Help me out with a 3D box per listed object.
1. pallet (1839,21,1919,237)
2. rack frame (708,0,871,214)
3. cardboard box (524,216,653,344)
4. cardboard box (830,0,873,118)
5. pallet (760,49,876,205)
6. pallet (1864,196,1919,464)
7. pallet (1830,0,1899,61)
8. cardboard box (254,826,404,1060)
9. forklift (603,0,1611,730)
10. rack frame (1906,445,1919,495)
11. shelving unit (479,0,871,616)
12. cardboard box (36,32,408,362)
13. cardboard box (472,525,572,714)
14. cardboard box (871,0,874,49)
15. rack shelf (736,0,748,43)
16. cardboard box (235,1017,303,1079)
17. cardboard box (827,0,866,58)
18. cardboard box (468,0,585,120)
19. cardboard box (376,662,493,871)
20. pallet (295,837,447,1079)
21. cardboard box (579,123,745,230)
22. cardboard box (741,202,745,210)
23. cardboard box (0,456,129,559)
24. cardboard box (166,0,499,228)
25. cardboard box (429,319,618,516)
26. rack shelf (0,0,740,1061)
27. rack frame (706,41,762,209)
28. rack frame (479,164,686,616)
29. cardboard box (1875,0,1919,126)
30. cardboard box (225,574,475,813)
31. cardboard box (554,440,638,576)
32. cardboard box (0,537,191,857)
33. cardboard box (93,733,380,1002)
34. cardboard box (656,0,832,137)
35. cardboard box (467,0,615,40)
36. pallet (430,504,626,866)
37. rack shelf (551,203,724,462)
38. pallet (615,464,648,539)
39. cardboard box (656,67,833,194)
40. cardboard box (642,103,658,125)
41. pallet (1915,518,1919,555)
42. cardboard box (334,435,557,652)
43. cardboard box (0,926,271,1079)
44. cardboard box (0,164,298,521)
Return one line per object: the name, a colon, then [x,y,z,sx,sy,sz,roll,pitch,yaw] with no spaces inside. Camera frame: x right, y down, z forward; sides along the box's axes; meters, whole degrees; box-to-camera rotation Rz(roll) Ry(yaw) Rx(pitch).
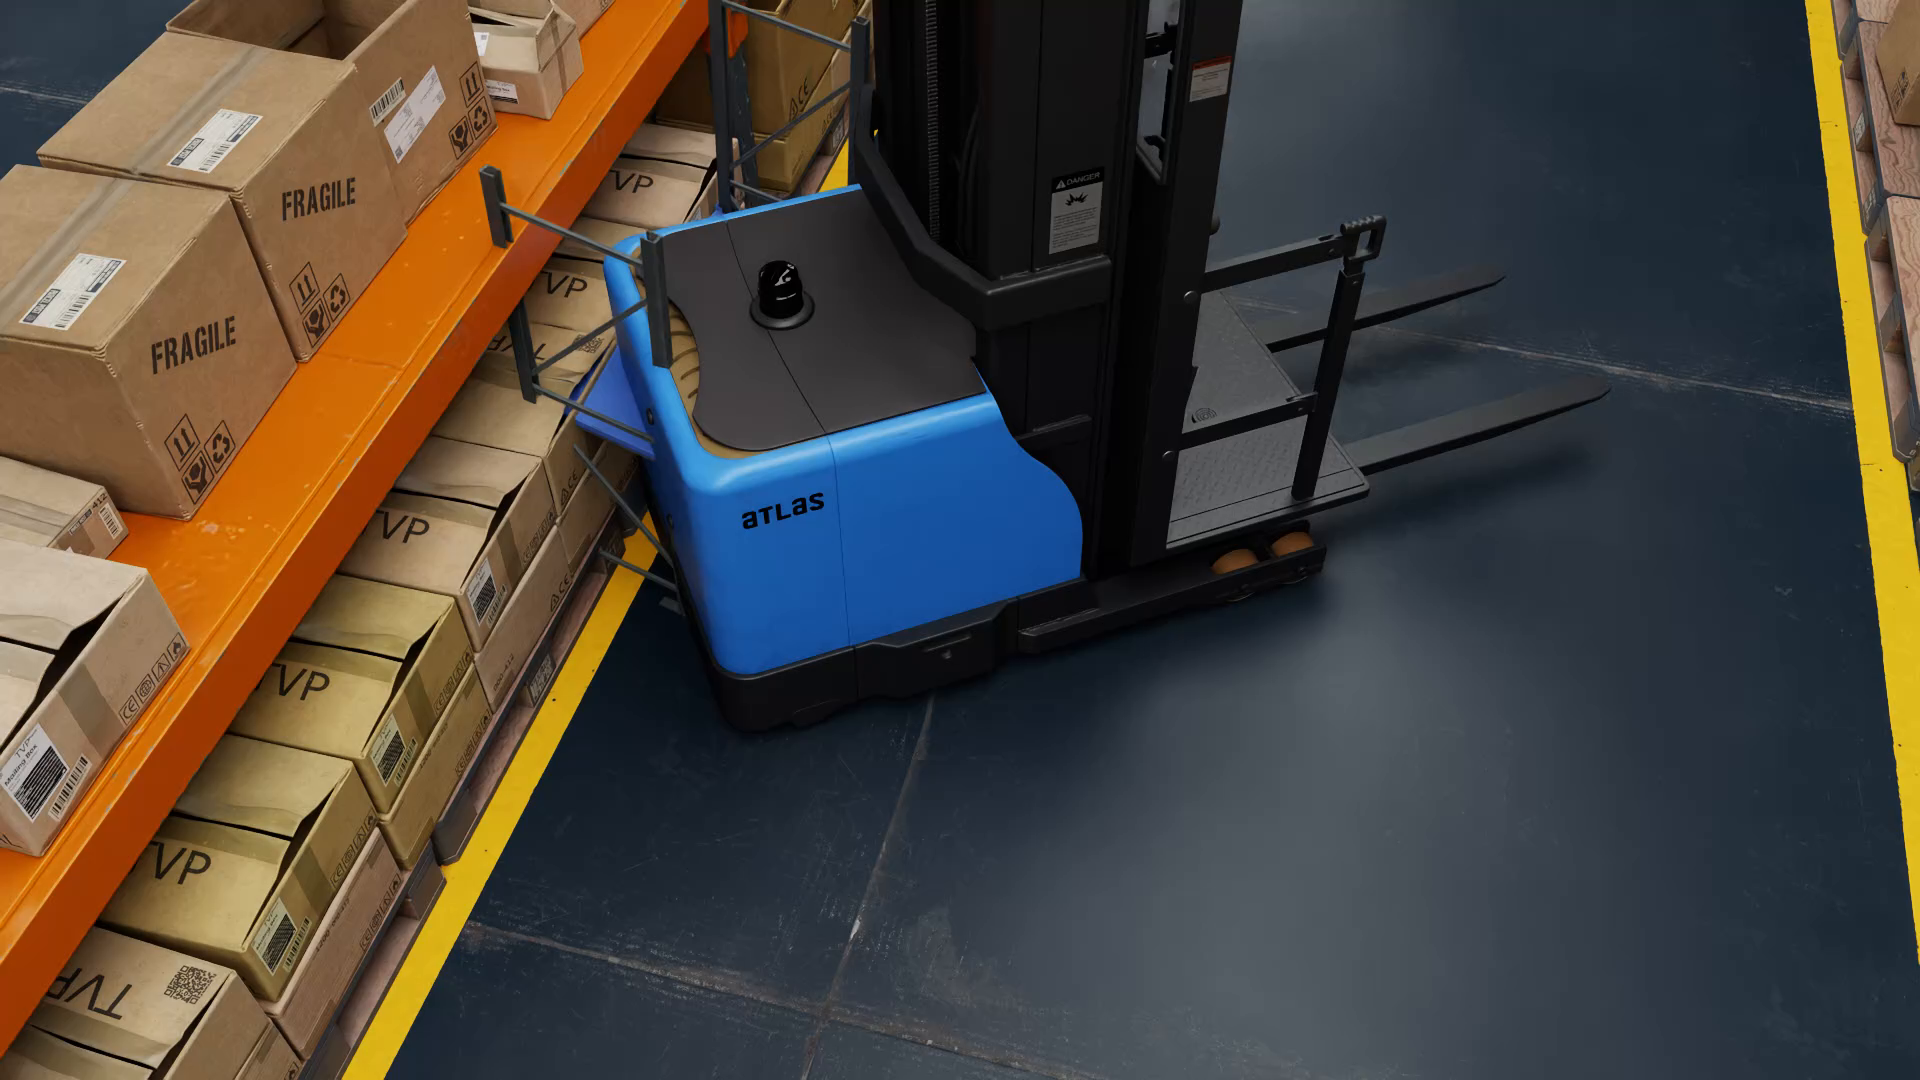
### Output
pallet: [4.036,-1.547,6.475,1.003,0.211,1.213,12,50,10]
rack frame: [-0.524,-1.024,5.115,0.500,1.500,0.032,24,53,13]
cardboard box: [-1.167,-0.754,5.095,0.500,0.311,0.500,13,50,11]
cardboard box: [-0.655,-1.932,6.508,0.500,0.250,0.500,12,50,10]
pallet: [-0.956,-1.711,6.619,1.003,0.211,1.213,12,50,10]
pallet: [3.717,-0.662,5.693,1.003,0.211,1.213,12,50,10]
pallet: [4.359,-2.427,7.251,1.003,0.211,1.213,12,50,10]
cardboard box: [-1.706,0.913,3.997,0.500,0.250,0.500,10,49,9]
forklift: [0.581,-1.138,4.299,3.031,2.935,1.130,-16,51,-14]
rack frame: [3.574,-1.092,4.213,1.000,3.000,0.127,12,50,10]
shelving unit: [-0.752,-0.679,4.820,0.538,1.500,1.048,24,53,13]
cardboard box: [-1.694,-0.804,3.892,0.500,0.500,0.500,12,50,10]
cardboard box: [-1.440,0.165,4.658,0.500,0.250,0.500,12,50,11]
cardboard box: [-0.518,-2.293,6.827,0.500,0.250,0.500,12,50,10]
rack shelf: [-0.680,-3.275,6.620,1.077,0.370,4.000,12,50,10]
cardboard box: [-1.838,1.277,3.676,0.500,0.250,0.500,11,50,10]
cardboard box: [-0.658,-2.181,6.228,0.500,0.500,0.500,12,50,10]
cardboard box: [-1.260,-1.350,4.530,0.396,0.266,0.258,10,49,9]
cardboard box: [-1.575,0.536,4.330,0.500,0.250,0.500,10,49,9]
pallet: [-2.004,1.162,4.084,1.003,0.211,1.213,12,50,10]
cardboard box: [-1.036,-1.132,5.428,0.500,0.311,0.500,12,50,10]
cardboard box: [-1.035,-0.939,5.632,0.500,0.250,0.500,11,50,10]
cardboard box: [-1.977,-0.024,3.438,0.380,0.149,0.250,15,50,13]
cardboard box: [-1.562,-1.166,4.212,0.500,0.500,0.500,15,50,13]
cardboard box: [-1.300,-0.394,4.777,0.500,0.311,0.500,11,50,10]
rack shelf: [-1.732,-0.382,4.066,1.077,0.370,4.000,12,50,10]
rack frame: [-1.206,-2.067,5.073,1.000,3.000,0.127,12,50,10]
rack frame: [-0.979,-0.333,4.525,0.500,1.500,0.032,24,53,13]
cardboard box: [3.967,-1.888,6.289,0.700,0.500,0.500,9,49,8]
cardboard box: [-1.571,0.341,4.128,0.500,0.311,0.500,10,49,9]
cardboard box: [-1.305,-0.203,4.982,0.500,0.250,0.500,13,50,11]
cardboard box: [-1.836,0.247,3.090,0.500,0.311,0.500,11,49,10]
cardboard box: [-1.707,0.710,3.803,0.500,0.311,0.500,10,49,9]
cardboard box: [-0.782,-1.817,5.907,0.500,0.500,0.500,12,50,10]
cardboard box: [-1.293,-1.652,4.808,0.500,0.250,0.500,14,50,12]
pallet: [-1.681,0.282,4.860,1.003,0.211,1.213,12,50,10]
rack shelf: [-0.764,-0.567,4.961,0.538,0.185,1.000,24,53,13]
pallet: [-1.362,-0.603,5.642,1.003,0.211,1.213,12,50,10]
cardboard box: [-0.791,-1.571,6.190,0.500,0.250,0.500,12,50,10]
cardboard box: [-1.295,-1.674,6.281,0.500,0.250,0.500,12,50,10]
pallet: [3.371,0.394,4.761,1.003,0.211,1.213,12,50,10]
cardboard box: [-1.436,-0.031,4.456,0.500,0.311,0.500,11,49,10]
cardboard box: [-1.838,1.091,3.466,0.500,0.311,0.500,13,50,11]
cardboard box: [-1.833,-0.423,3.556,0.500,0.500,0.500,9,49,8]
